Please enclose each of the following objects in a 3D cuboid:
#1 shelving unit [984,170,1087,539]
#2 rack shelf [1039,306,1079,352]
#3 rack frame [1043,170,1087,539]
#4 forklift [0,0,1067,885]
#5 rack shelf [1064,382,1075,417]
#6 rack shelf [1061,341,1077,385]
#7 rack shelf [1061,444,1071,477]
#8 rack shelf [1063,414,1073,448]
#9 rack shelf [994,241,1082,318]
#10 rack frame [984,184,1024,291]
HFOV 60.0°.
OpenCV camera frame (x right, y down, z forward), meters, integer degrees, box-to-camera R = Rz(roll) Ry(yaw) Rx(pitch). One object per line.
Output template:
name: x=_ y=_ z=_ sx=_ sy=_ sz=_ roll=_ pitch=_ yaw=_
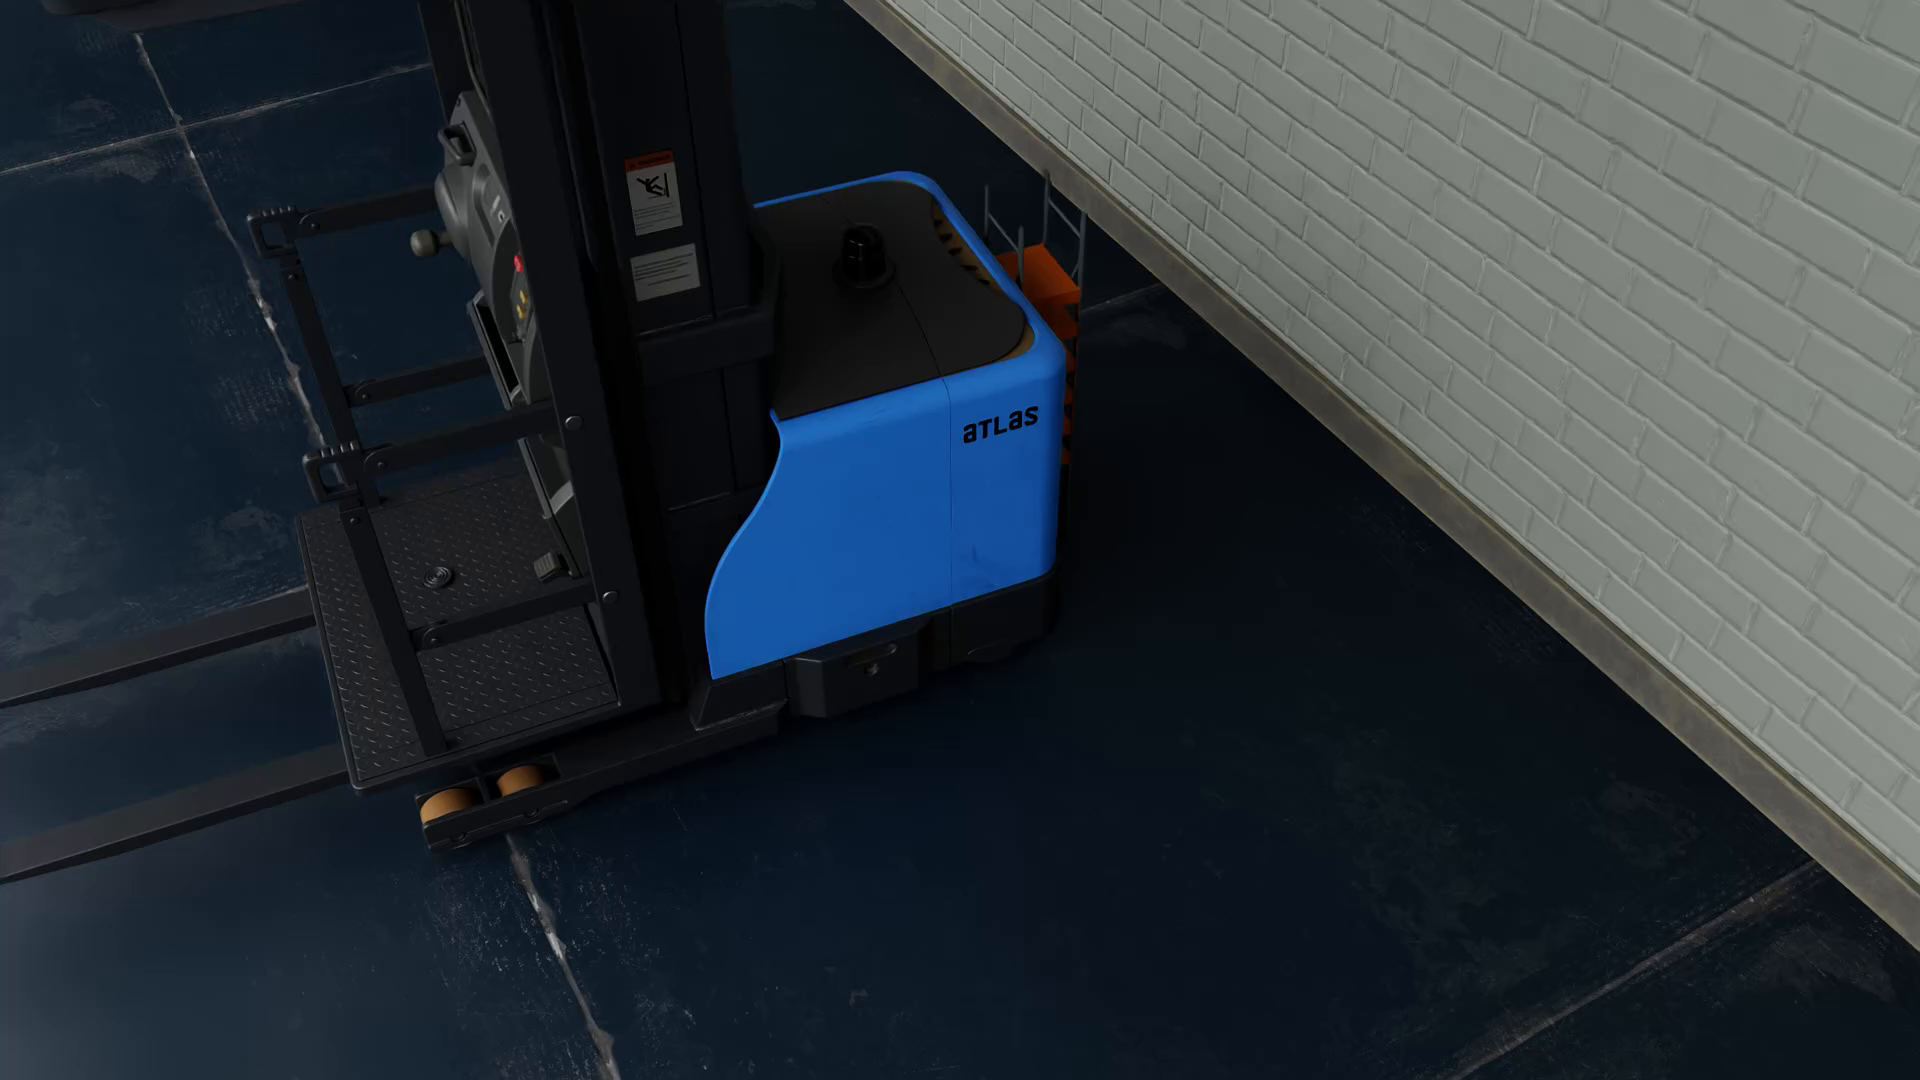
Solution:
shelving unit: x=0.202 y=-0.486 z=4.890 sx=0.189 sy=1.200 sz=0.258 roll=-17 pitch=47 yaw=-17
rack shelf: x=0.202 y=-0.627 z=4.753 sx=0.180 sy=0.103 sz=0.258 roll=-17 pitch=47 yaw=-17
rack frame: x=0.286 y=-0.512 z=4.916 sx=0.006 sy=1.200 sz=0.240 roll=-17 pitch=47 yaw=-17
forklift: x=-1.276 y=-0.656 z=3.821 sx=3.031 sy=2.935 sz=1.130 roll=-17 pitch=47 yaw=-17
rack shelf: x=0.202 y=-0.454 z=4.921 sx=0.180 sy=0.103 sz=0.258 roll=-17 pitch=47 yaw=-17
rack shelf: x=0.202 y=-0.541 z=4.837 sx=0.180 sy=0.103 sz=0.258 roll=-17 pitch=47 yaw=-17
rack shelf: x=0.202 y=-0.282 z=5.088 sx=0.180 sy=0.103 sz=0.258 roll=-17 pitch=47 yaw=-17
rack shelf: x=0.202 y=-0.368 z=5.004 sx=0.180 sy=0.103 sz=0.258 roll=-17 pitch=47 yaw=-17
rack shelf: x=0.202 y=-0.713 z=4.670 sx=0.180 sy=0.103 sz=0.258 roll=-17 pitch=47 yaw=-17
rack frame: x=0.119 y=-0.461 z=4.863 sx=0.006 sy=1.200 sz=0.240 roll=-17 pitch=47 yaw=-17
